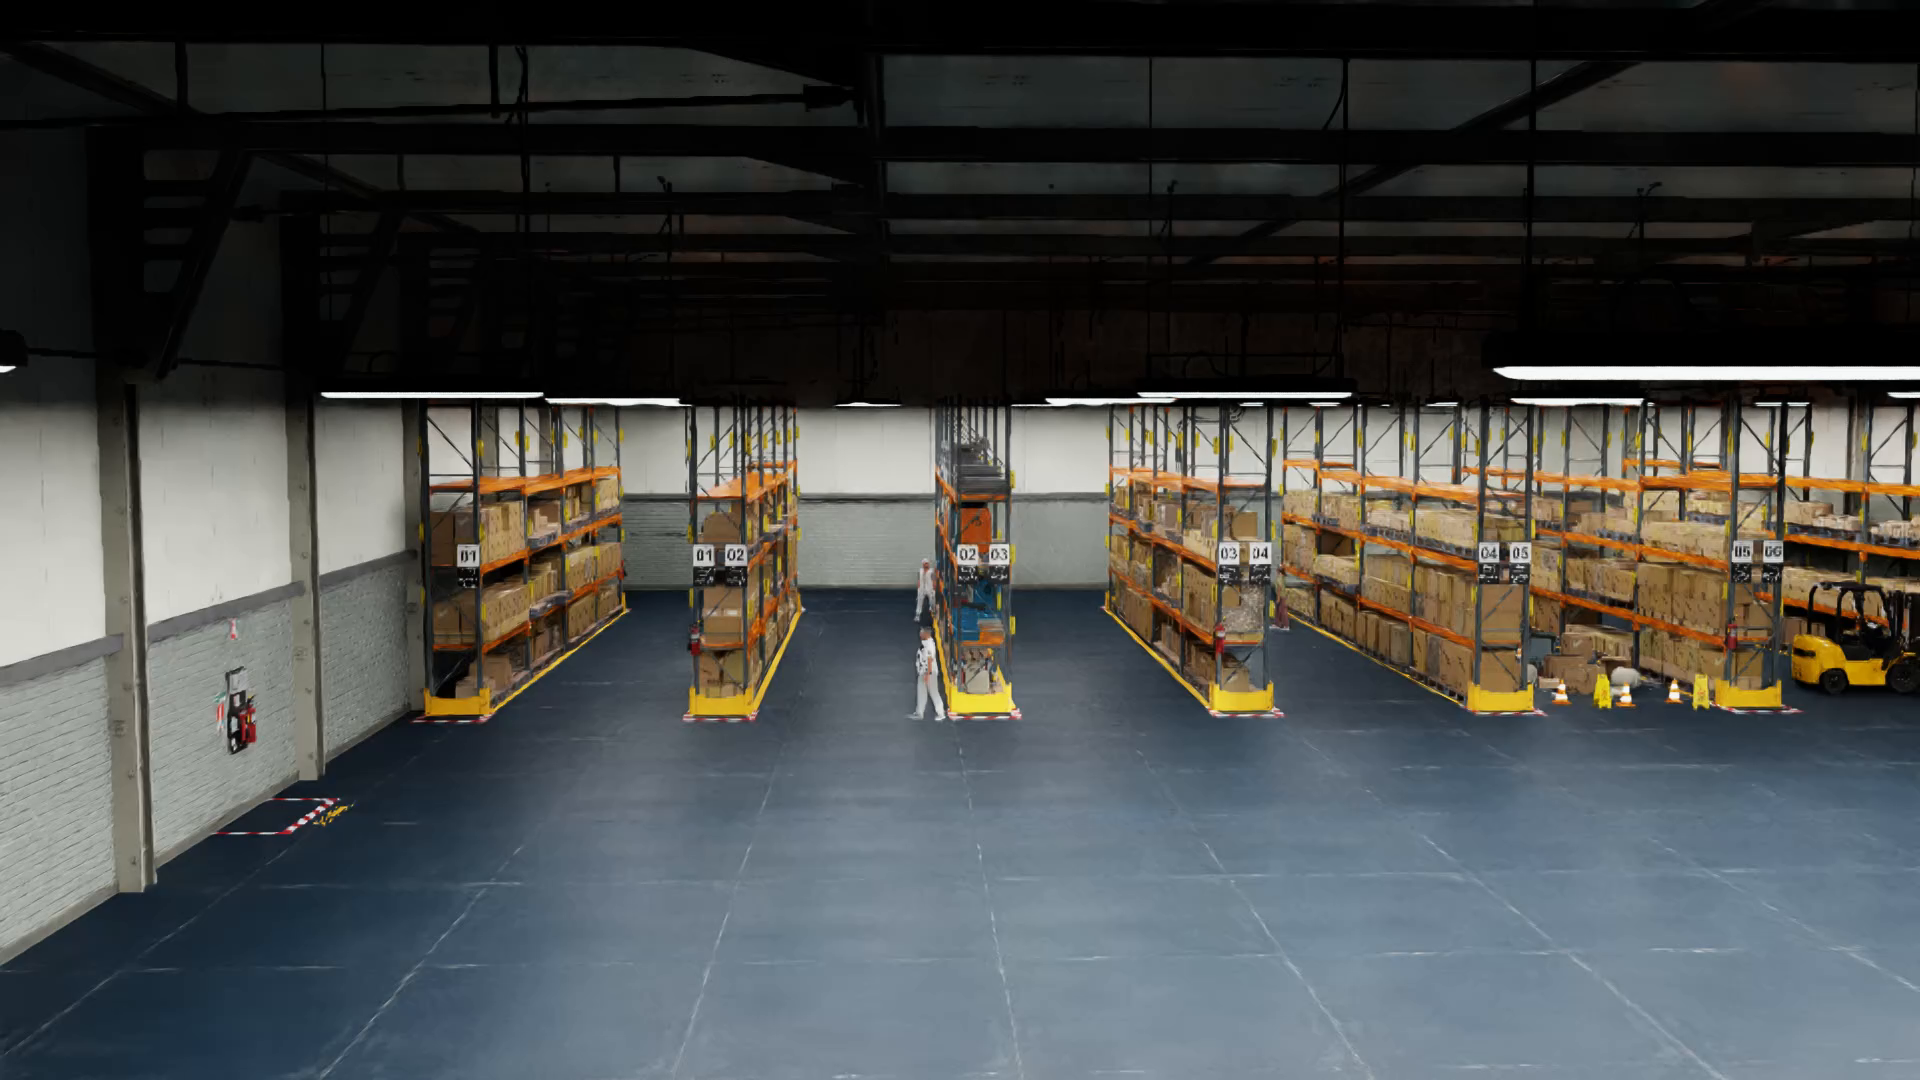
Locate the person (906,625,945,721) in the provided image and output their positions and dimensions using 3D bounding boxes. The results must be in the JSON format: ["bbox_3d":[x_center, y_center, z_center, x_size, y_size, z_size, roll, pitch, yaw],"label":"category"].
[{"bbox_3d":[-0.641,2.433,30.654,0.667,1.740,0.773,-1,5,-12],"label":"person"}]

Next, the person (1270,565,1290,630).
[{"bbox_3d":[8.267,1.487,43.054,0.582,1.664,0.578,1,5,16],"label":"person"}]

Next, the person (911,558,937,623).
[{"bbox_3d":[-0.918,1.337,44.669,0.596,1.746,0.974,2,5,21],"label":"person"}]
